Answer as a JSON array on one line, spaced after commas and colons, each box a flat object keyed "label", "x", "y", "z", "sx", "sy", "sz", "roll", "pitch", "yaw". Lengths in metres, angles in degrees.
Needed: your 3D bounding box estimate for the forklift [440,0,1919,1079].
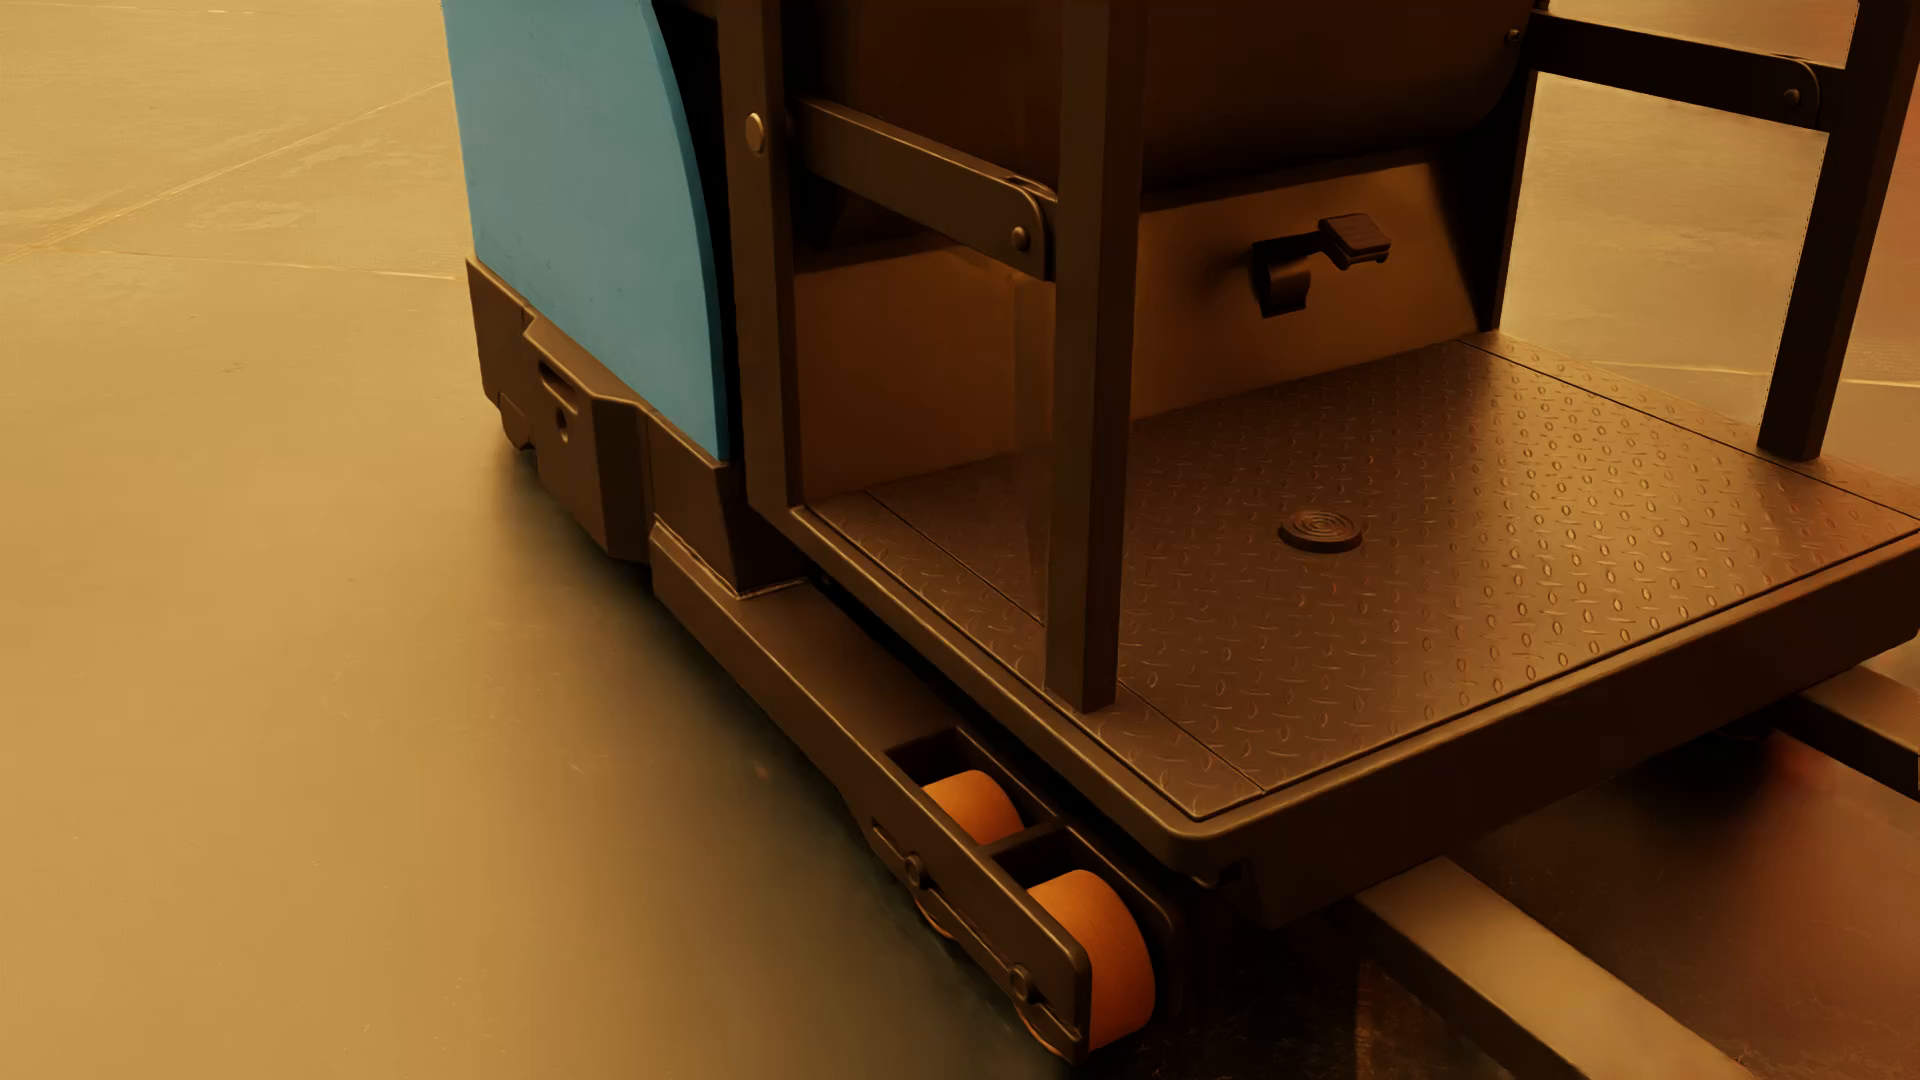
[{"label": "forklift", "x": 0.384, "y": -1.071, "z": 1.369, "sx": 1.130, "sy": 2.935, "sz": 3.031, "roll": -16, "pitch": 31, "yaw": -28}]
